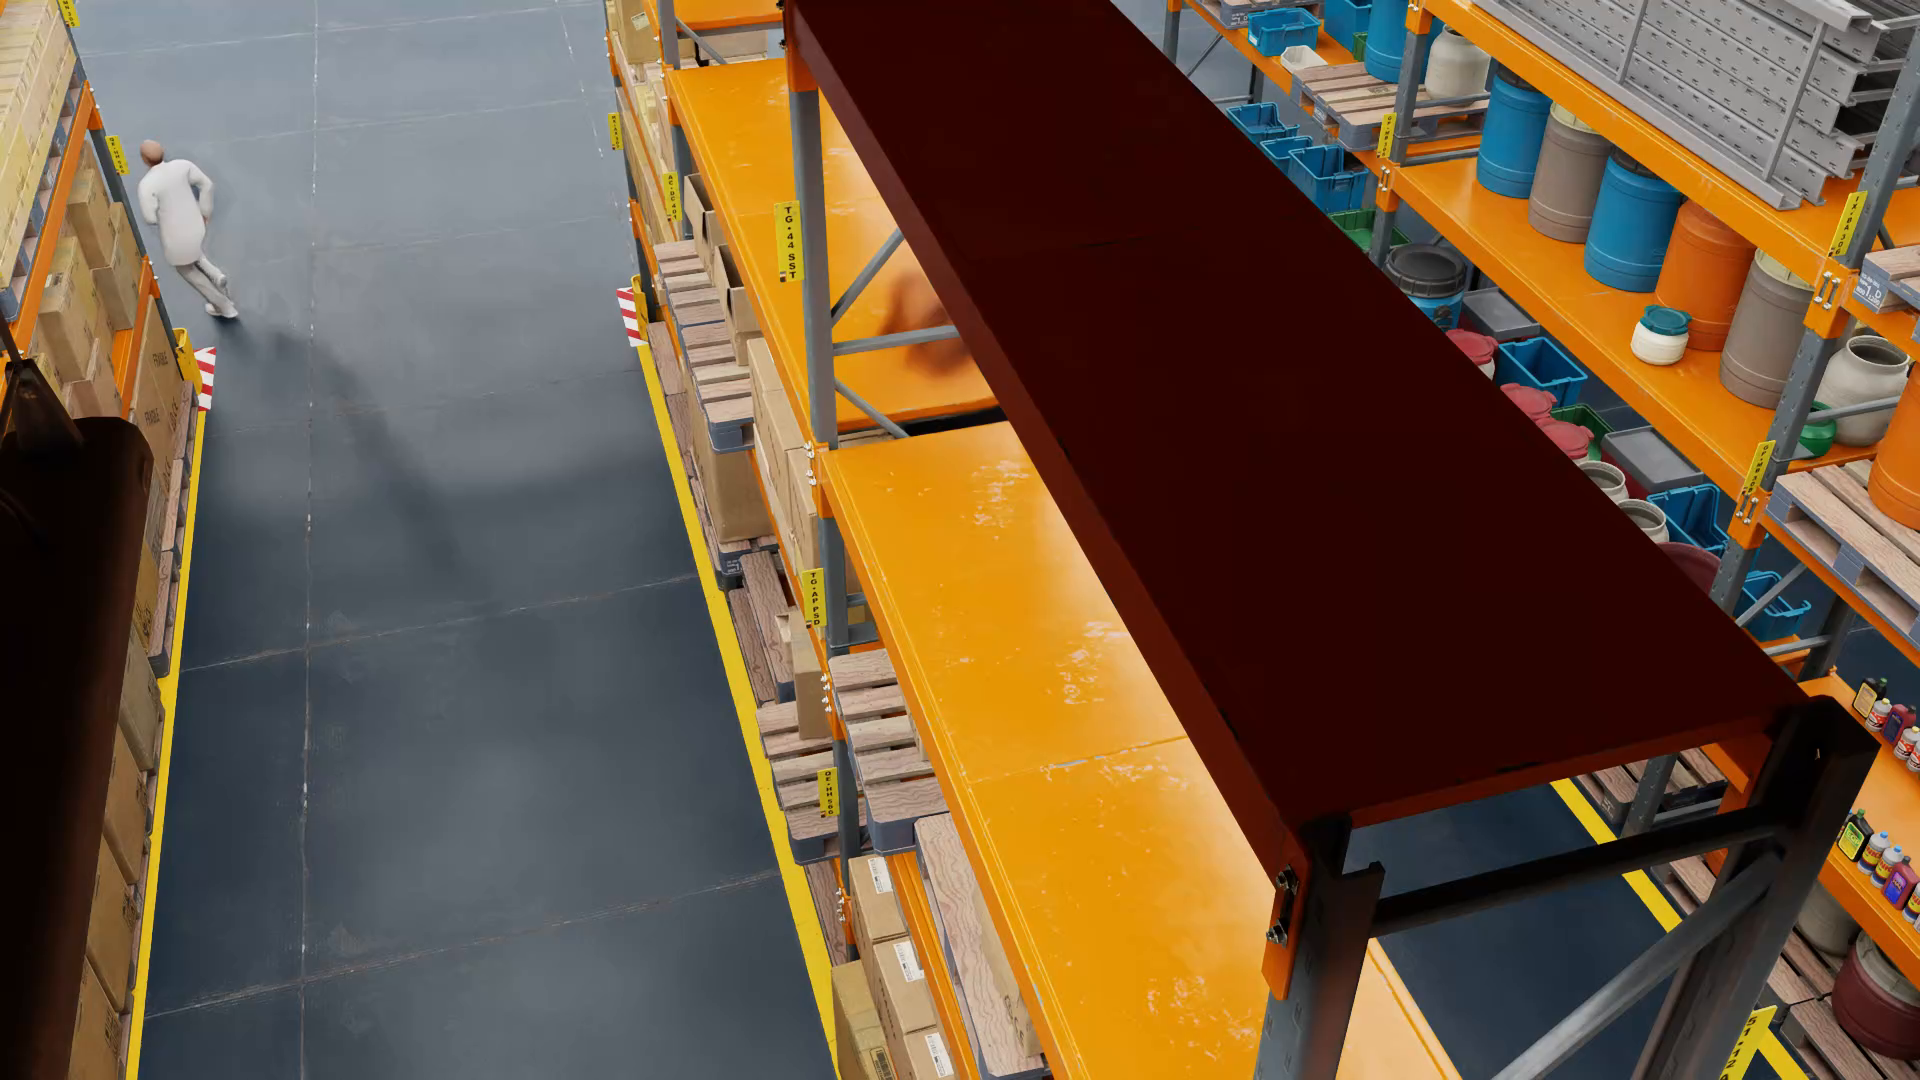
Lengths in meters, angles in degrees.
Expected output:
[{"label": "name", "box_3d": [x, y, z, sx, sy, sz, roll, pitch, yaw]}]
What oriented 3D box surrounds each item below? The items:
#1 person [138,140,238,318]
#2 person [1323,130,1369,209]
[{"label": "person", "box_3d": [-7.014, -2.800, 14.978, 0.688, 1.704, 0.649, 17, 41, 20]}, {"label": "person", "box_3d": [3.726, -3.609, 16.066, 0.692, 1.717, 0.670, -22, 43, -25]}]
